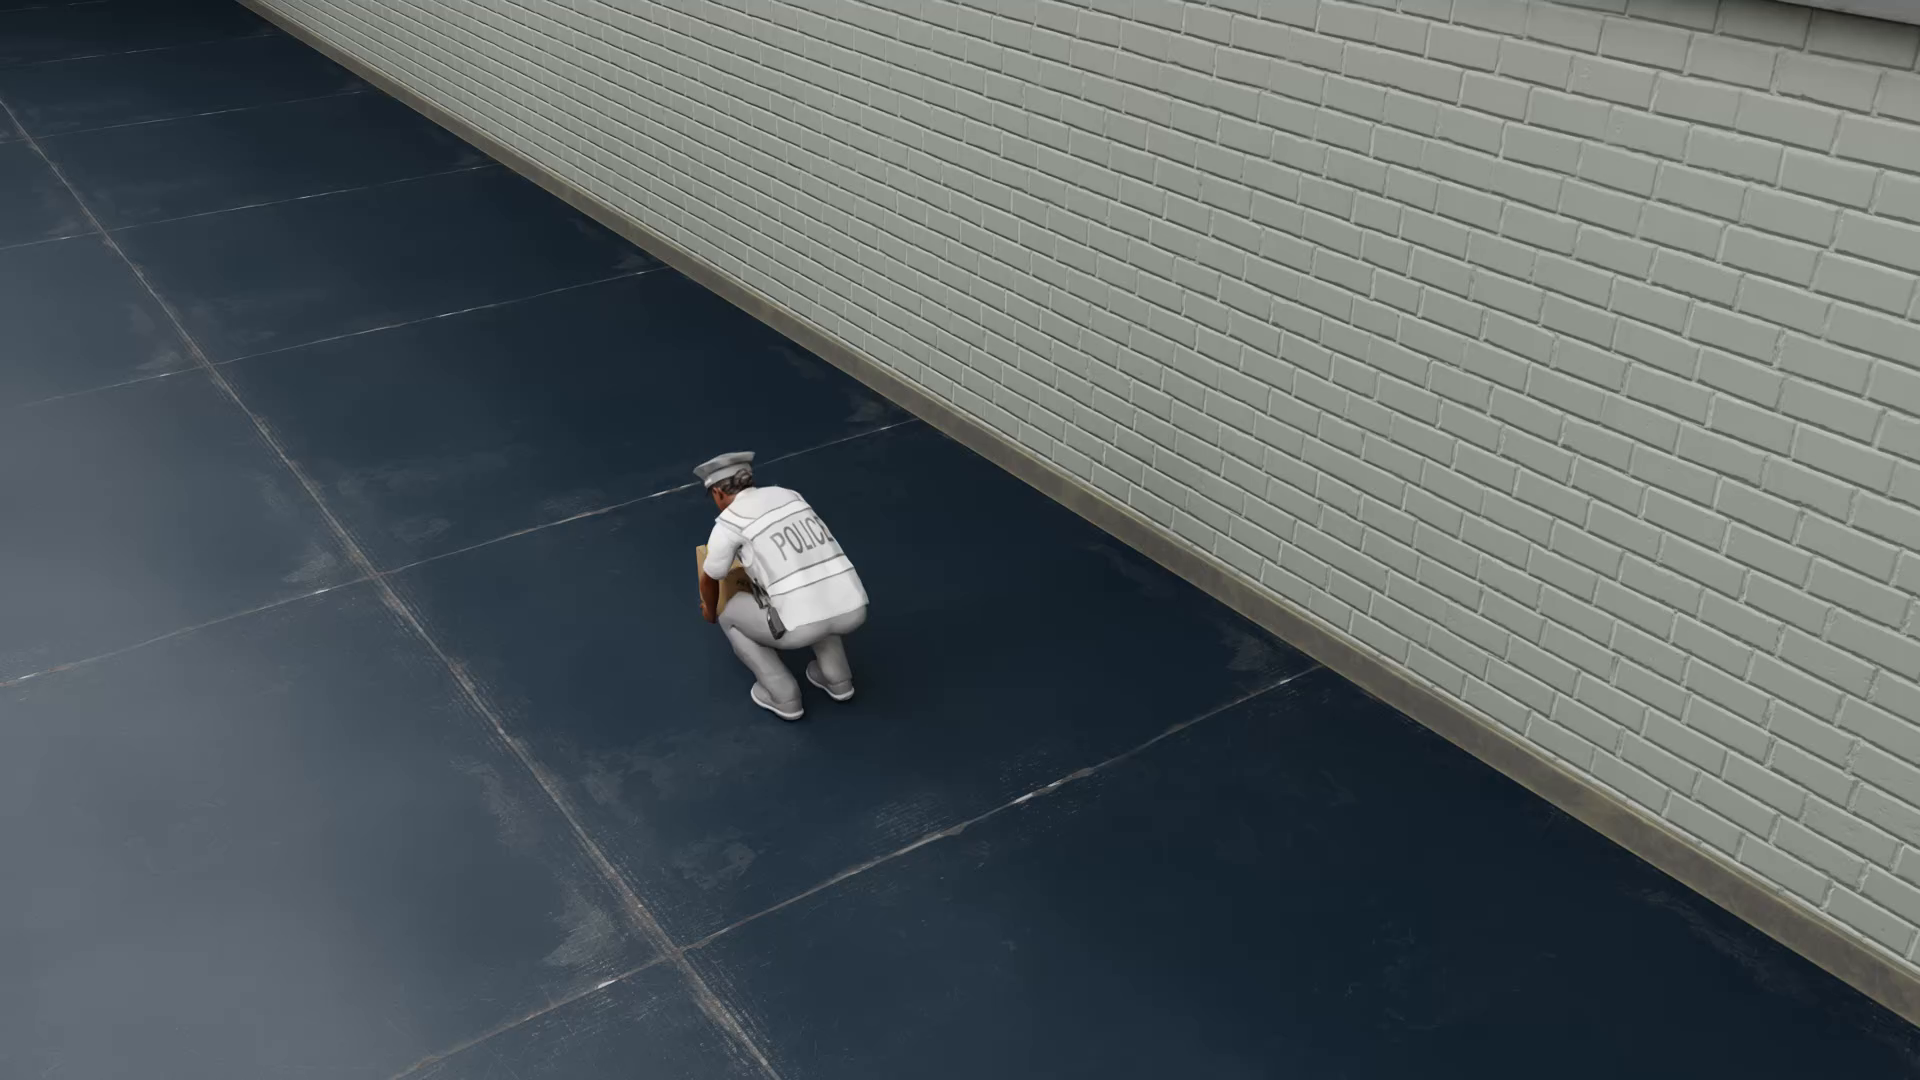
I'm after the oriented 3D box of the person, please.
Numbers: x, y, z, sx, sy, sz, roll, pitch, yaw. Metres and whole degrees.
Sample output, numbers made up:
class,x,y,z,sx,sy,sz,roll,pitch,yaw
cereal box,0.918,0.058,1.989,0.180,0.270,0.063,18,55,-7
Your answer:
class,x,y,z,sx,sy,sz,roll,pitch,yaw
person,-0.719,0.165,6.555,0.483,0.968,0.836,-19,34,-31
